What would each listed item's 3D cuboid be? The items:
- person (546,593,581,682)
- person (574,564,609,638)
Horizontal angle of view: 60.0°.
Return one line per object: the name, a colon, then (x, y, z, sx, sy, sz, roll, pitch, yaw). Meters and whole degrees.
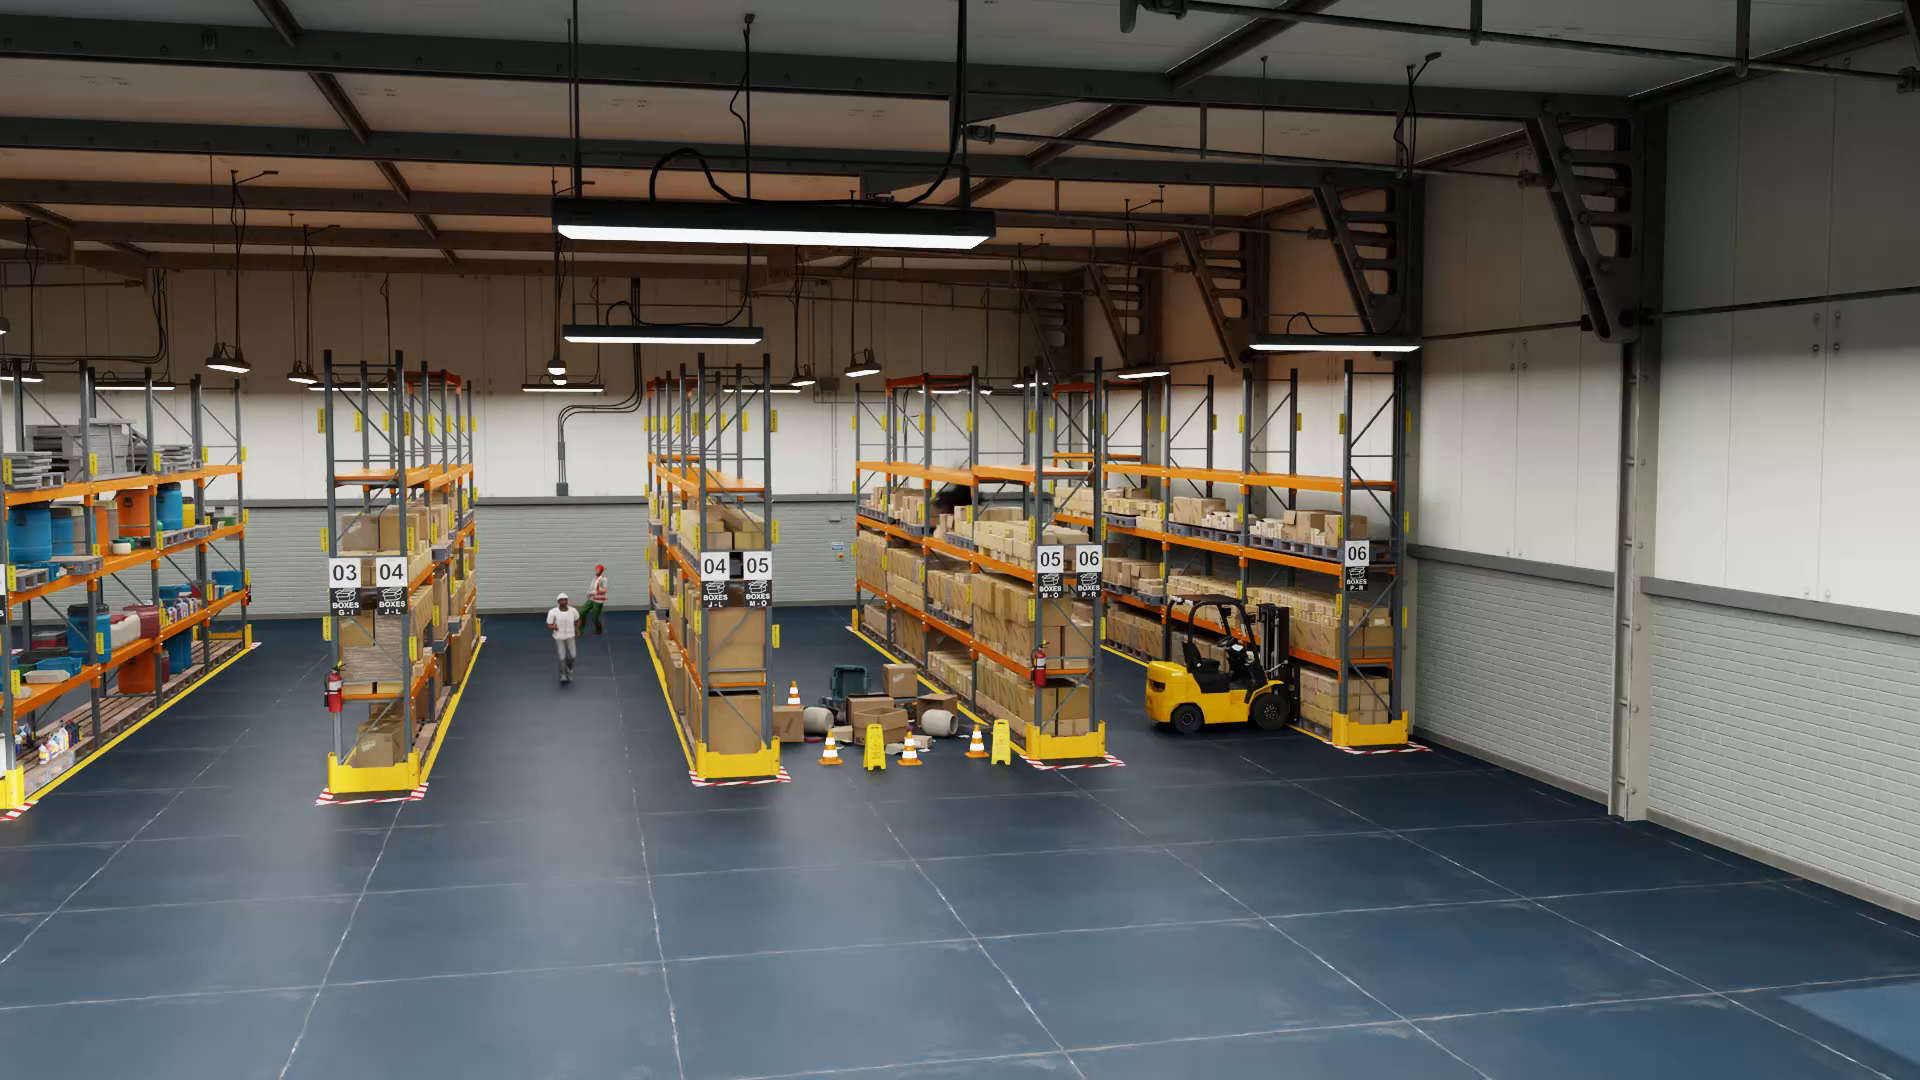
person: (-7.624, 1.891, 32.124, 0.682, 1.733, 0.617, -2, 4, -22)
person: (-8.633, 1.435, 39.105, 0.744, 1.721, 0.723, 3, 5, 37)
